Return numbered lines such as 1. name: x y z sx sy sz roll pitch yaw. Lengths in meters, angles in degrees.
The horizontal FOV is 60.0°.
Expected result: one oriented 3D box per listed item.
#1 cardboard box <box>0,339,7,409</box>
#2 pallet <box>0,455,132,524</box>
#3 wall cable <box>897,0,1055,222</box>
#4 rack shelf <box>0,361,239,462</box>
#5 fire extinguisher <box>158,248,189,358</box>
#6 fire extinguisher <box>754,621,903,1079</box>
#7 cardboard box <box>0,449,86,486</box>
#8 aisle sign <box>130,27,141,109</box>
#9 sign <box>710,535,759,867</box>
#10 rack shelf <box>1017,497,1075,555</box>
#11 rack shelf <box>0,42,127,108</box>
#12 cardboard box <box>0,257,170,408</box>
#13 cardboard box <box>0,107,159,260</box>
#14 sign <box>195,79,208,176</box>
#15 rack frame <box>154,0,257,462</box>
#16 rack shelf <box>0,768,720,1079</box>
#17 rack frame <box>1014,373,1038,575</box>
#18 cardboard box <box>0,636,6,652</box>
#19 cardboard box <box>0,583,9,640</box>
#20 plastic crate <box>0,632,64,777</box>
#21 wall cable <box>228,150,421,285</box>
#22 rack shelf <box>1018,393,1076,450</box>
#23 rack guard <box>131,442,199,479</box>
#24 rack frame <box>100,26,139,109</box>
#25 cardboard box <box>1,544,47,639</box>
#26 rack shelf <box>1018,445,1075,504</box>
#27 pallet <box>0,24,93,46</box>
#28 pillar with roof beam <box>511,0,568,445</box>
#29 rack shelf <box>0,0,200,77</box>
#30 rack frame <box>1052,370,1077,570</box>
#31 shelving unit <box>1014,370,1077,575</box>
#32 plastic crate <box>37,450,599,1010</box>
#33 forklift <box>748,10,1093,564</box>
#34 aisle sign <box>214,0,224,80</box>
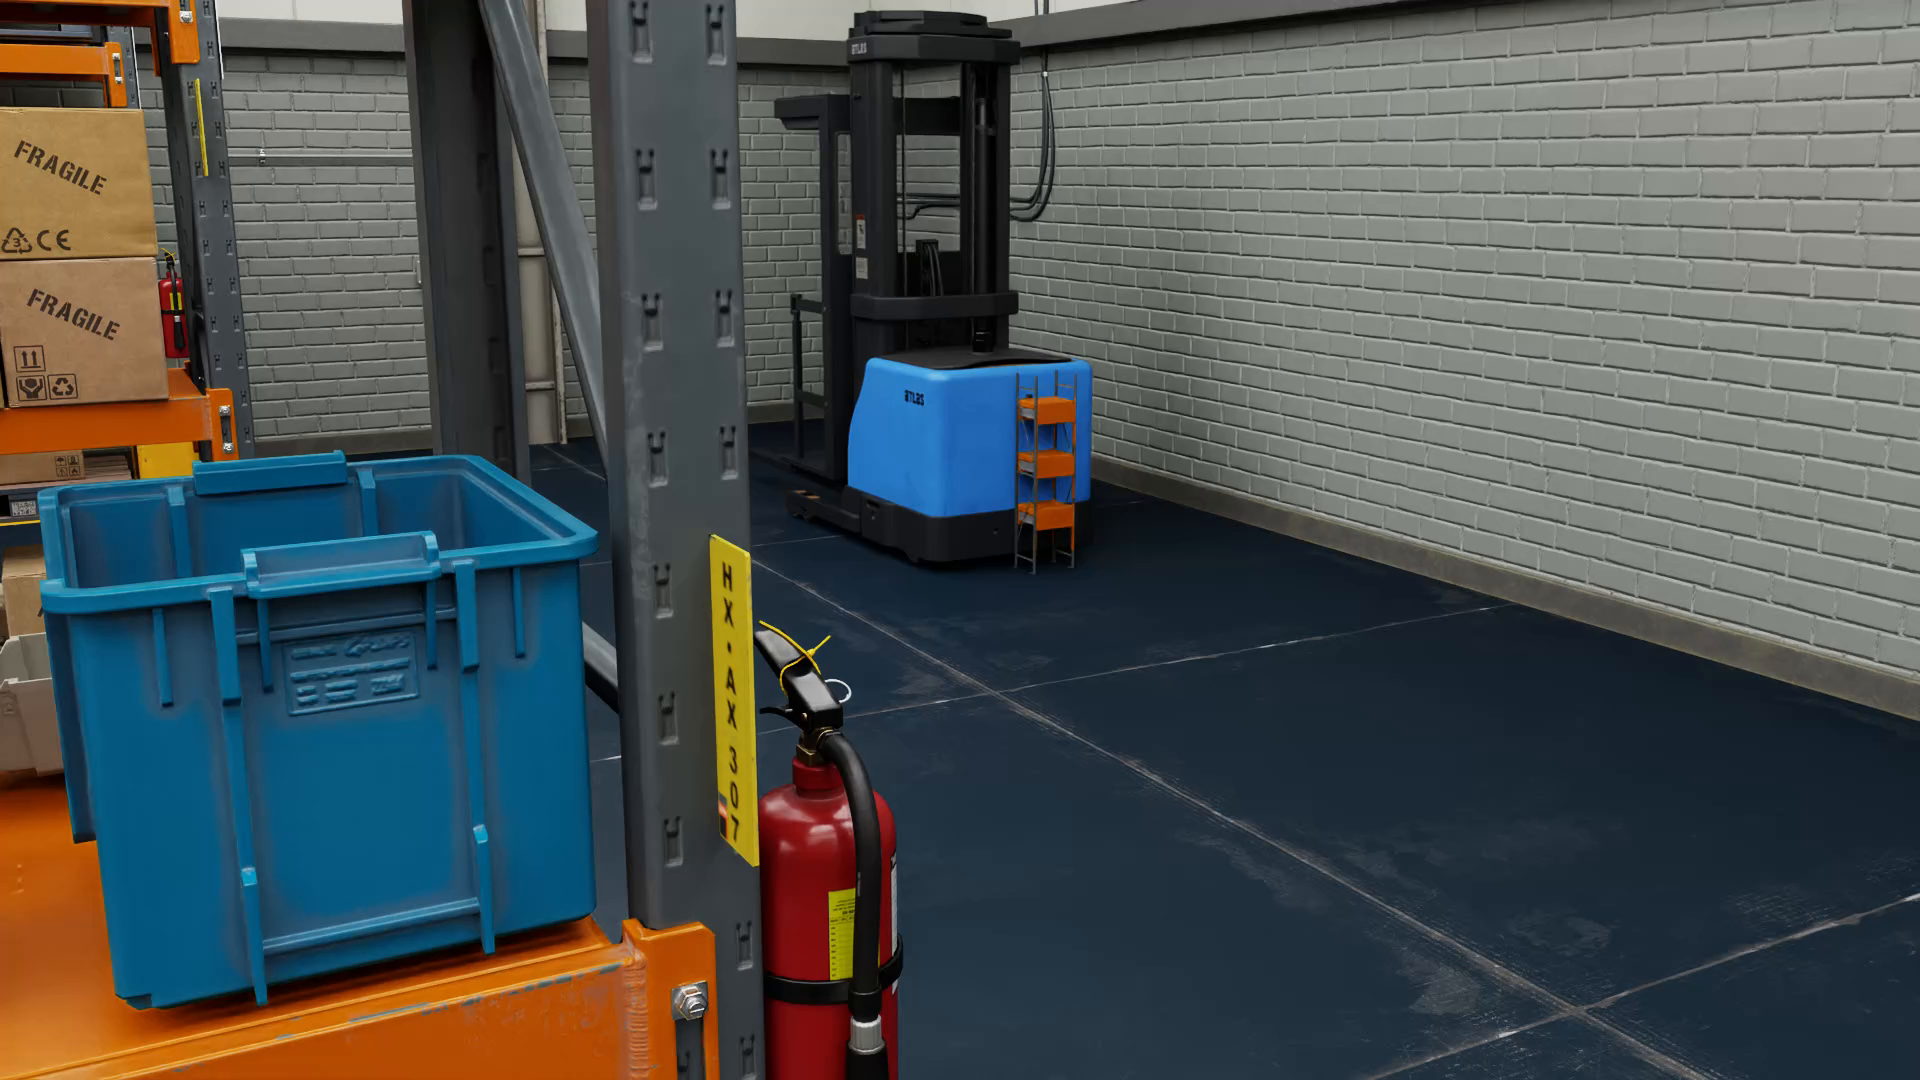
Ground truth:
1. cardboard box: -3.593 -0.711 5.709 0.500 0.500 0.500 -7 14 -27
2. pallet: -5.918 -0.312 10.514 1.213 0.211 1.003 -7 14 -28
3. wall cable: -0.118 -3.709 12.669 0.112 2.526 3.097 -7 14 -28
4. rack shelf: -4.632 -0.256 5.552 4.000 0.370 1.077 -7 14 -28
5. fire extinguisher: -4.900 -1.479 10.373 0.183 0.674 0.296 -7 14 -28
6. fire extinguisher: -0.156 0.429 1.896 0.183 0.674 0.296 -7 14 -28
7. cardboard box: -5.820 -0.664 10.464 0.500 0.500 0.700 -7 14 -28
8. aisle sign: -5.046 -2.989 10.140 0.004 0.787 0.394 -7 14 -28
9. sign: -0.229 0.162 1.684 0.005 0.325 0.100 -7 14 -28
10. rack shelf: 0.452 -0.078 8.879 0.240 0.259 0.215 -7 15 -29
11. rack shelf: -7.009 -2.673 9.463 4.000 0.370 1.077 -7 14 -28
12. cardboard box: -3.139 -0.766 5.955 0.500 0.500 0.500 -6 14 -26
13. cardboard box: -3.135 -1.254 5.844 0.500 0.500 0.500 -7 14 -28
14. sign: -2.628 -1.427 5.762 0.005 0.325 0.100 -7 14 -28
15. rack frame: -2.877 -0.817 6.408 0.127 3.000 1.000 -7 14 -28
16. rack shelf: -2.262 0.699 1.309 4.000 0.370 1.077 -7 14 -28
17. rack frame: 0.346 -0.346 8.756 0.008 1.050 0.200 -7 15 -29
18. cardboard box: -3.634 0.480 6.094 0.250 0.166 0.380 -7 14 -28
19. cardboard box: -3.929 0.365 6.417 0.500 0.250 0.500 -7 14 -28
20. plastic crate: -1.202 0.217 2.275 0.298 0.136 0.250 -7 14 -28
21. wall cable: -4.583 -2.584 11.946 1.851 1.984 0.084 -7 14 -28
22. rack shelf: 0.452 -0.626 8.756 0.240 0.259 0.215 -7 15 -29
23. rack guard: -5.232 -0.554 10.934 0.348 0.500 1.175 -7 14 -28
24. rack frame: -5.253 -1.771 10.649 0.127 3.000 1.000 -7 14 -28
25. cardboard box: -3.236 0.292 6.169 0.500 0.500 0.500 -7 14 -28
26. rack shelf: 0.452 -0.349 8.818 0.240 0.259 0.215 -7 15 -29
27. pallet: -5.899 -3.112 9.973 1.213 0.211 1.003 -7 14 -28
28. pillar with roof beam: -1.235 -4.319 8.306 0.400 9.000 9.100 -7 14 -28
29. rack shelf: -4.632 -1.719 5.223 4.000 0.370 1.077 -7 14 -28
30. rack frame: 0.557 -0.373 8.875 0.008 1.050 0.200 -7 15 -29
31. shelving unit: 0.452 -0.360 8.816 0.252 1.050 0.215 -7 15 -29
32. plastic crate: -0.711 0.162 1.838 0.499 0.435 0.616 -7 14 -28
33. forklift: -0.421 -1.581 9.960 1.130 2.935 3.031 -7 14 -28
34. aisle sign: -2.670 -2.034 5.893 0.004 0.787 0.394 -7 14 -28
